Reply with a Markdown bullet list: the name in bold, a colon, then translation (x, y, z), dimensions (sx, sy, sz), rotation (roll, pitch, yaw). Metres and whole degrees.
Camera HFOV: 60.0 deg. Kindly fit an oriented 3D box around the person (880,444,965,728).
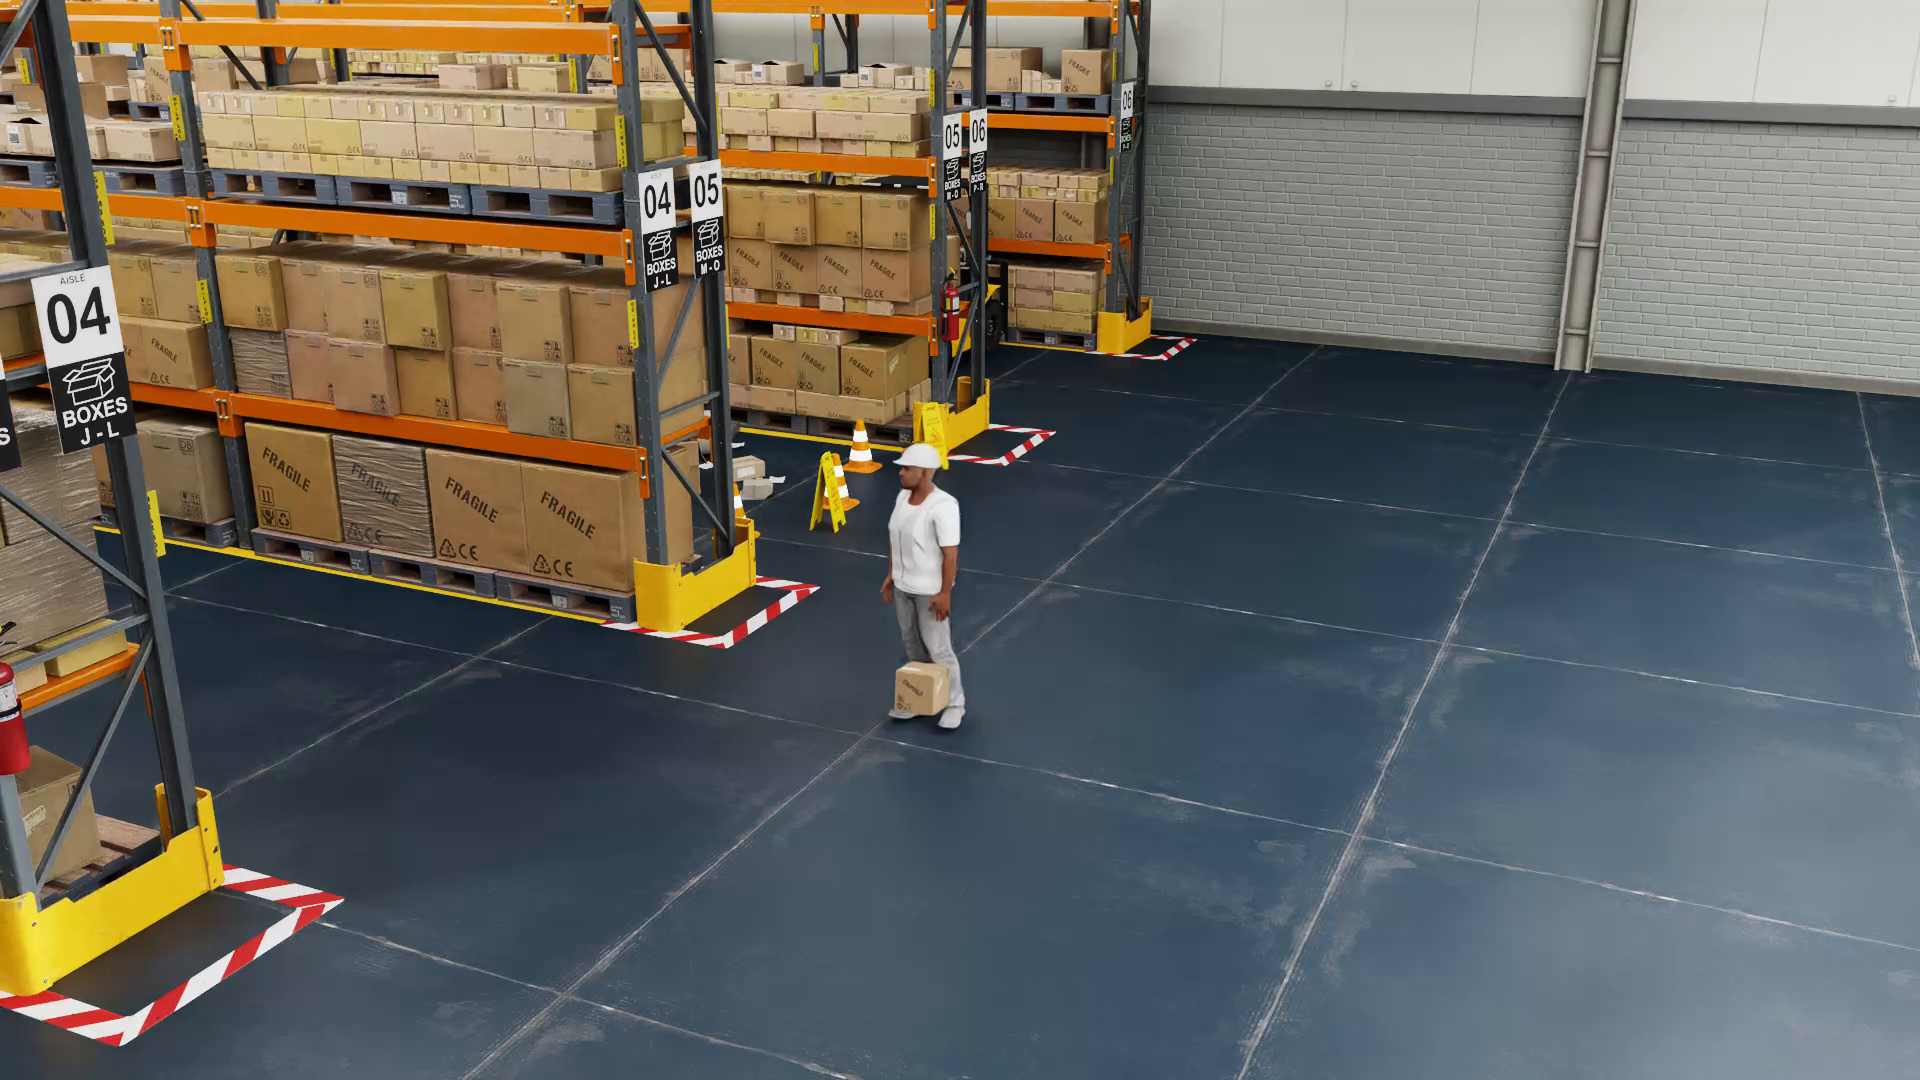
- **person**: translation (-0.225, 0.277, 10.200), dimensions (0.430, 1.776, 0.580), rotation (-14, 23, -35)
